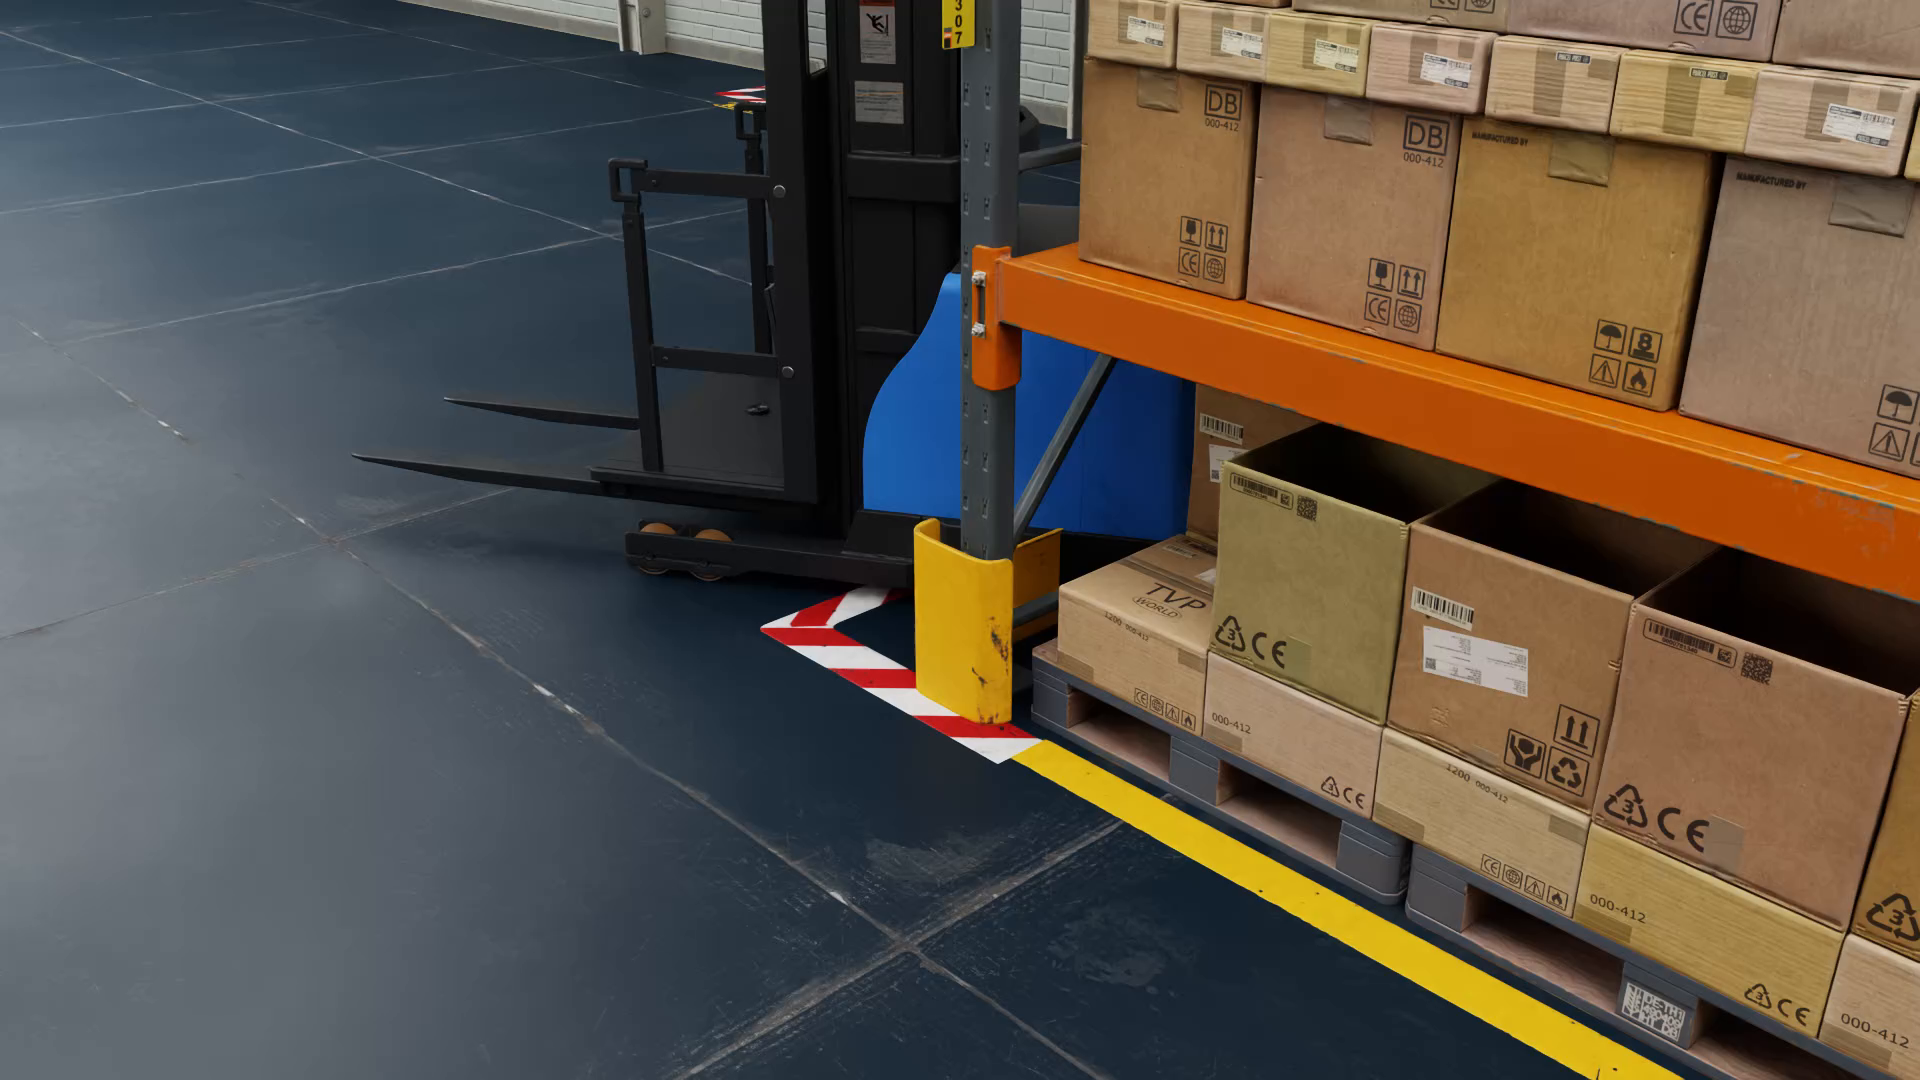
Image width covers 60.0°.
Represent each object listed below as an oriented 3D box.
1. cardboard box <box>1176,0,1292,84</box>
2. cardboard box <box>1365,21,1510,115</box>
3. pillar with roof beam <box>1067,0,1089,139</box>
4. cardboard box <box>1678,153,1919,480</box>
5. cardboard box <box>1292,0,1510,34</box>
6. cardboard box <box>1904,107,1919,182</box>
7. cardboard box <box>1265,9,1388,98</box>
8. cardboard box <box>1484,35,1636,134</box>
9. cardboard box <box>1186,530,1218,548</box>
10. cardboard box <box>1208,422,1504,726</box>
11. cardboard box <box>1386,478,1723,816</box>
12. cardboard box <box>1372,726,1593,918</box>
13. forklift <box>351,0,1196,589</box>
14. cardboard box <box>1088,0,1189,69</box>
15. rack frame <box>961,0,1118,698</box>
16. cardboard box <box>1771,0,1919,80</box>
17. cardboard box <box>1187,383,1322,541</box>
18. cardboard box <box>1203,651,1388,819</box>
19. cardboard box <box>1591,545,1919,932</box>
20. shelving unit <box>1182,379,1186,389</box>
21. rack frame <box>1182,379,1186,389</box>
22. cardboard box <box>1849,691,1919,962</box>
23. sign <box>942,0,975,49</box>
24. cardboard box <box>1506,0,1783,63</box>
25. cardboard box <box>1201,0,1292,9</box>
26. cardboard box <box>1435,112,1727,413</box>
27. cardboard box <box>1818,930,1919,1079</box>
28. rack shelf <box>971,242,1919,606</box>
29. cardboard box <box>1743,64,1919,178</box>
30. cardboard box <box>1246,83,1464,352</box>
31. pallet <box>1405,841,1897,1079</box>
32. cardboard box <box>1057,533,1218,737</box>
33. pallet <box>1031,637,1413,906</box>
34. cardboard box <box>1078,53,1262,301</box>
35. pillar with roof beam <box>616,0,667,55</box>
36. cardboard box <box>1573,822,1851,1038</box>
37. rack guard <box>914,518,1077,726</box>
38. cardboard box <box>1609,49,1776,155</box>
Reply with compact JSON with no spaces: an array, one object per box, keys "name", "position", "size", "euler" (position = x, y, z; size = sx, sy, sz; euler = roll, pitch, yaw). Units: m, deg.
[{"name":"cardboard box","position":[0.699,-1.129,3.710],"size":[0.380,0.149,0.250],"euler":[-22,33,-40]},{"name":"cardboard box","position":[1.040,-0.976,3.374],"size":[0.380,0.149,0.250],"euler":[-22,32,-39]},{"name":"pillar with roof beam","position":[-2.114,-5.814,7.652],"size":[9.100,9.000,0.400],"euler":[-21,32,-38]},{"name":"cardboard box","position":[1.776,-0.480,3.068],"size":[0.700,0.500,0.500],"euler":[-20,31,-37]},{"name":"cardboard box","position":[1.115,-1.365,3.444],"size":[0.700,0.500,0.500],"euler":[-22,33,-40]},{"name":"cardboard box","position":[1.747,-0.663,2.688],"size":[0.380,0.149,0.250],"euler":[-20,31,-37]},{"name":"cardboard box","position":[0.869,-1.054,3.543],"size":[0.380,0.149,0.250],"euler":[-21,32,-38]},{"name":"cardboard box","position":[1.224,-0.896,3.199],"size":[0.250,0.149,0.380],"euler":[23,33,40]},{"name":"cardboard box","position":[0.988,0.091,4.744],"size":[0.500,0.250,0.500],"euler":[-21,32,-38]},{"name":"cardboard box","position":[0.953,0.047,3.936],"size":[0.500,0.500,0.500],"euler":[-21,32,-38]},{"name":"cardboard box","position":[1.304,0.195,3.612],"size":[0.500,0.500,0.500],"euler":[-21,32,-38]},{"name":"cardboard box","position":[1.296,0.539,3.760],"size":[0.500,0.250,0.500],"euler":[-21,32,-38]},{"name":"forklift","position":[-0.606,-1.402,5.291],"size":[3.031,2.935,1.130],"euler":[6,25,14]},{"name":"cardboard box","position":[0.517,-1.209,3.883],"size":[0.380,0.149,0.250],"euler":[-22,32,-39]},{"name":"rack frame","position":[0.406,-1.048,4.433],"size":[1.000,3.000,0.127],"euler":[-21,32,-38]},{"name":"cardboard box","position":[1.803,-1.061,2.777],"size":[0.700,0.500,0.500],"euler":[-21,32,-38]},{"name":"cardboard box","position":[0.990,-0.251,4.590],"size":[0.500,0.500,0.500],"euler":[-21,32,-38]},{"name":"cardboard box","position":[0.955,0.388,4.093],"size":[0.500,0.250,0.500],"euler":[-21,32,-38]},{"name":"cardboard box","position":[1.633,0.351,3.269],"size":[0.500,0.500,0.500],"euler":[-21,32,-38]},{"name":"shelving unit","position":[0.596,-0.321,5.086],"size":[0.210,0.900,0.258],"euler":[19,44,19]},{"name":"rack frame","position":[0.687,-0.289,5.053],"size":[0.006,0.900,0.240],"euler":[19,44,19]},{"name":"cardboard box","position":[1.986,0.499,2.946],"size":[0.500,0.500,0.500],"euler":[-21,32,-38]},{"name":"sign","position":[-0.003,-1.322,3.896],"size":[0.100,0.325,0.005],"euler":[-21,32,-38]},{"name":"cardboard box","position":[1.460,-1.212,3.110],"size":[0.700,0.500,0.500],"euler":[-21,32,-38]},{"name":"cardboard box","position":[0.752,-1.523,3.790],"size":[0.700,0.500,0.500],"euler":[-21,32,-38]},{"name":"cardboard box","position":[1.413,-0.639,3.415],"size":[0.700,0.500,0.500],"euler":[-21,32,-38]},{"name":"cardboard box","position":[1.976,0.844,3.094],"size":[0.500,0.250,0.500],"euler":[-21,32,-38]},{"name":"rack shelf","position":[1.773,-0.115,3.254],"size":[1.077,0.370,4.000],"euler":[-21,32,-38]},{"name":"cardboard box","position":[1.567,-0.743,2.862],"size":[0.380,0.149,0.250],"euler":[-21,32,-38]},{"name":"cardboard box","position":[1.078,-0.791,3.749],"size":[0.700,0.500,0.500],"euler":[-20,31,-37]},{"name":"pallet","position":[1.789,0.810,3.720],"size":[1.003,0.211,1.213],"euler":[-21,32,-38]},{"name":"cardboard box","position":[0.610,0.237,4.422],"size":[0.500,0.250,0.500],"euler":[-21,32,-38]},{"name":"pallet","position":[0.959,0.440,4.530],"size":[1.003,0.211,1.213],"euler":[-21,32,-38]},{"name":"cardboard box","position":[0.716,-0.948,4.095],"size":[0.700,0.500,0.500],"euler":[-21,32,-38]},{"name":"pillar with roof beam","position":[-6.215,-7.632,11.636],"size":[9.100,9.000,0.400],"euler":[-21,32,-38]},{"name":"cardboard box","position":[1.634,0.692,3.425],"size":[0.500,0.250,0.500],"euler":[-21,32,-38]},{"name":"rack guard","position":[0.390,0.082,4.968],"size":[1.175,0.500,0.348],"euler":[-21,32,-38]},{"name":"cardboard box","position":[1.399,-0.819,3.029],"size":[0.380,0.149,0.250],"euler":[-22,32,-39]}]
